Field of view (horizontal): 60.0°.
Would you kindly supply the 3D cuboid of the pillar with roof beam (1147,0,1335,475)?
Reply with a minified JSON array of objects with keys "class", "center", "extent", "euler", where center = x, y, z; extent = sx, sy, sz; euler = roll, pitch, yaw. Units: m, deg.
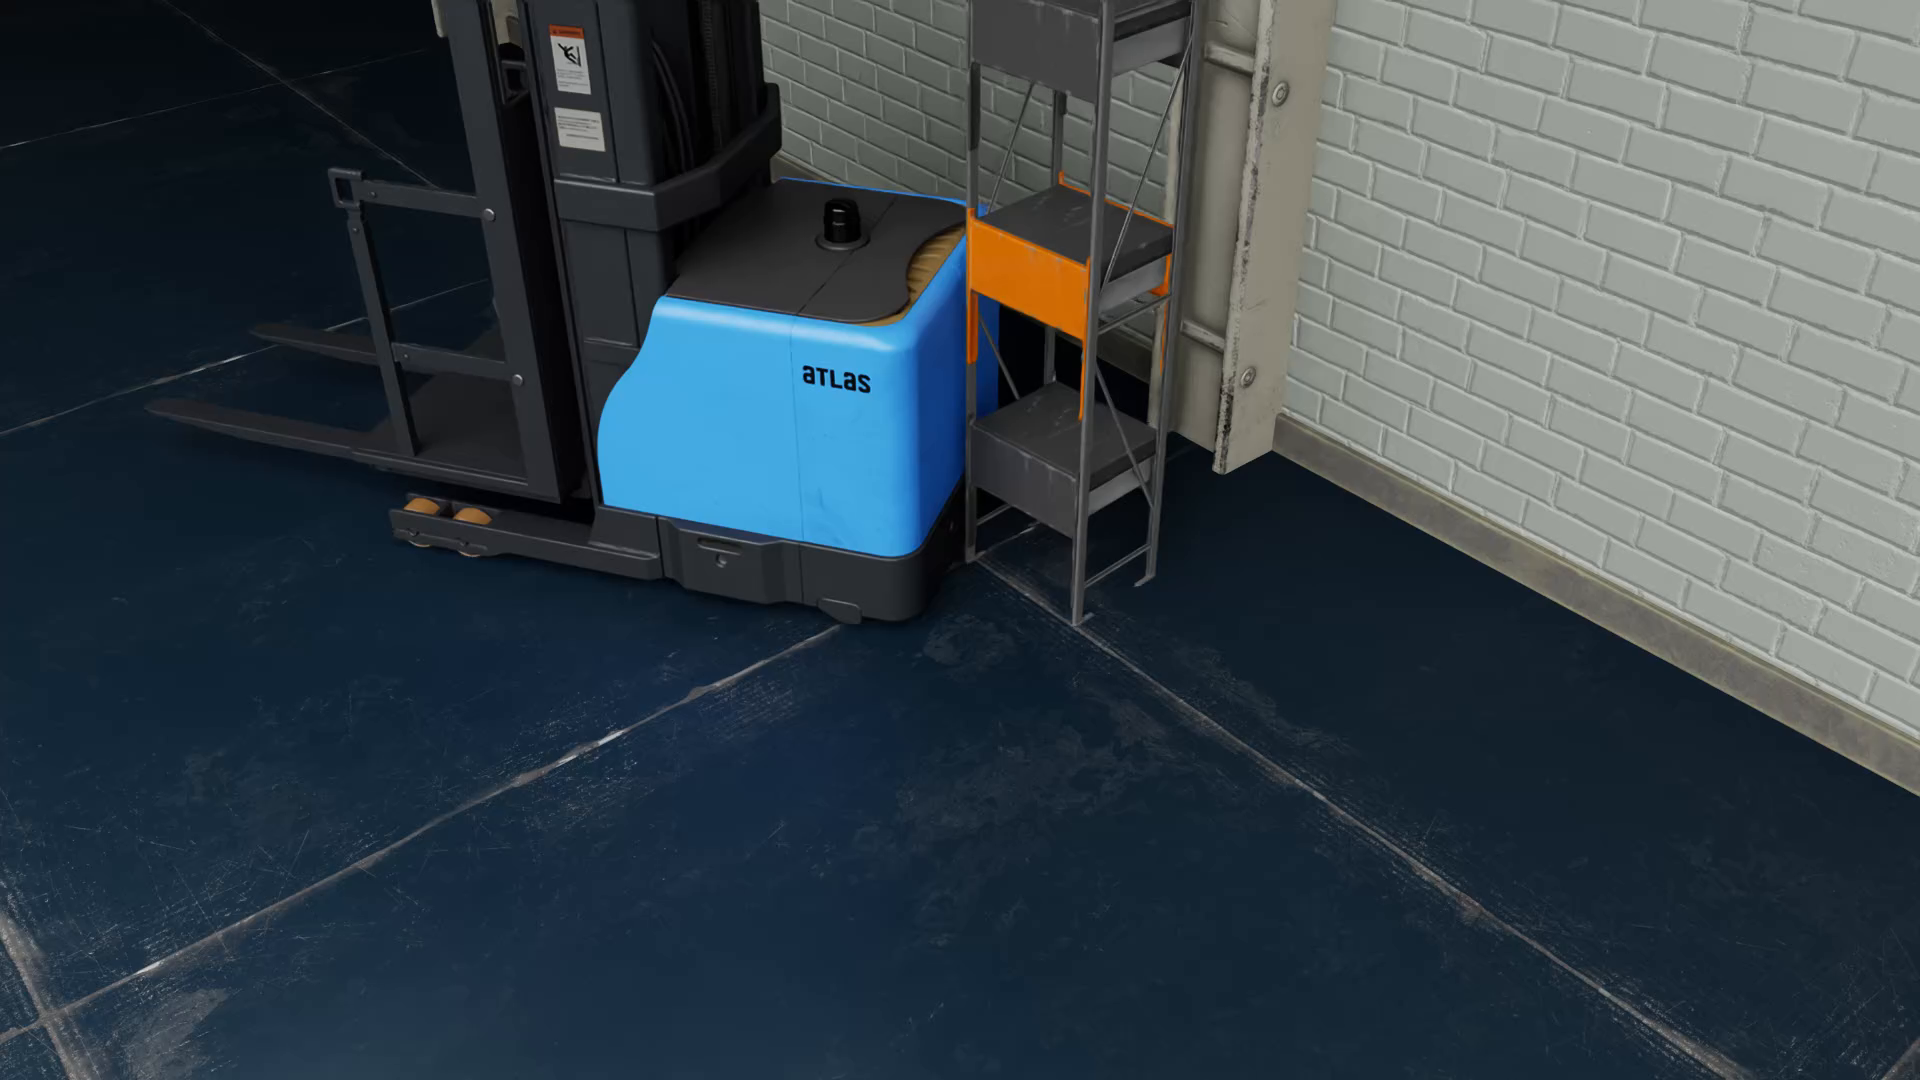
[{"class":"pillar with roof beam","center":[-2.340,-2.448,1.421],"extent":[9.100,9.000,0.400],"euler":[-26,43,-32]}]

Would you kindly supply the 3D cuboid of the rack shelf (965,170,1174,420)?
[{"class":"rack shelf","center":[0.336,-0.745,5.009],"extent":[0.431,0.518,0.480],"euler":[-30,45,-35]}]

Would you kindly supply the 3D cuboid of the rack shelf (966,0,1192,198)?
[{"class":"rack shelf","center":[0.336,-1.316,4.604],"extent":[0.431,0.518,0.480],"euler":[-30,45,-35]}]

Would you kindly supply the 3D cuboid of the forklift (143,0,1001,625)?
[{"class":"forklift","center":[-1.428,-1.417,5.214],"extent":[3.031,2.935,1.130],"euler":[10,37,14]}]

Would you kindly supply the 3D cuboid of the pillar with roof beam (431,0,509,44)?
[{"class":"pillar with roof beam","center":[-6.212,-5.097,5.161],"extent":[9.100,9.000,0.400],"euler":[-26,43,-32]}]

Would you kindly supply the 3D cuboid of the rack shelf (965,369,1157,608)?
[{"class":"rack shelf","center":[0.336,-0.174,5.414],"extent":[0.431,0.518,0.480],"euler":[-30,45,-35]}]

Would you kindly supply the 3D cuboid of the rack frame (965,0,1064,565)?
[{"class":"rack frame","center":[0.165,-0.857,5.143],"extent":[0.400,2.100,0.015],"euler":[-30,45,-35]}]

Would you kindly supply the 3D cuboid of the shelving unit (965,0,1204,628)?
[{"class":"shelving unit","center":[0.336,-0.756,5.001],"extent":[0.431,2.100,0.503],"euler":[-30,45,-35]}]

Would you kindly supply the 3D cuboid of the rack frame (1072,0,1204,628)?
[{"class":"rack frame","center":[0.507,-0.656,4.859],"extent":[0.400,2.100,0.015],"euler":[-30,45,-35]}]
